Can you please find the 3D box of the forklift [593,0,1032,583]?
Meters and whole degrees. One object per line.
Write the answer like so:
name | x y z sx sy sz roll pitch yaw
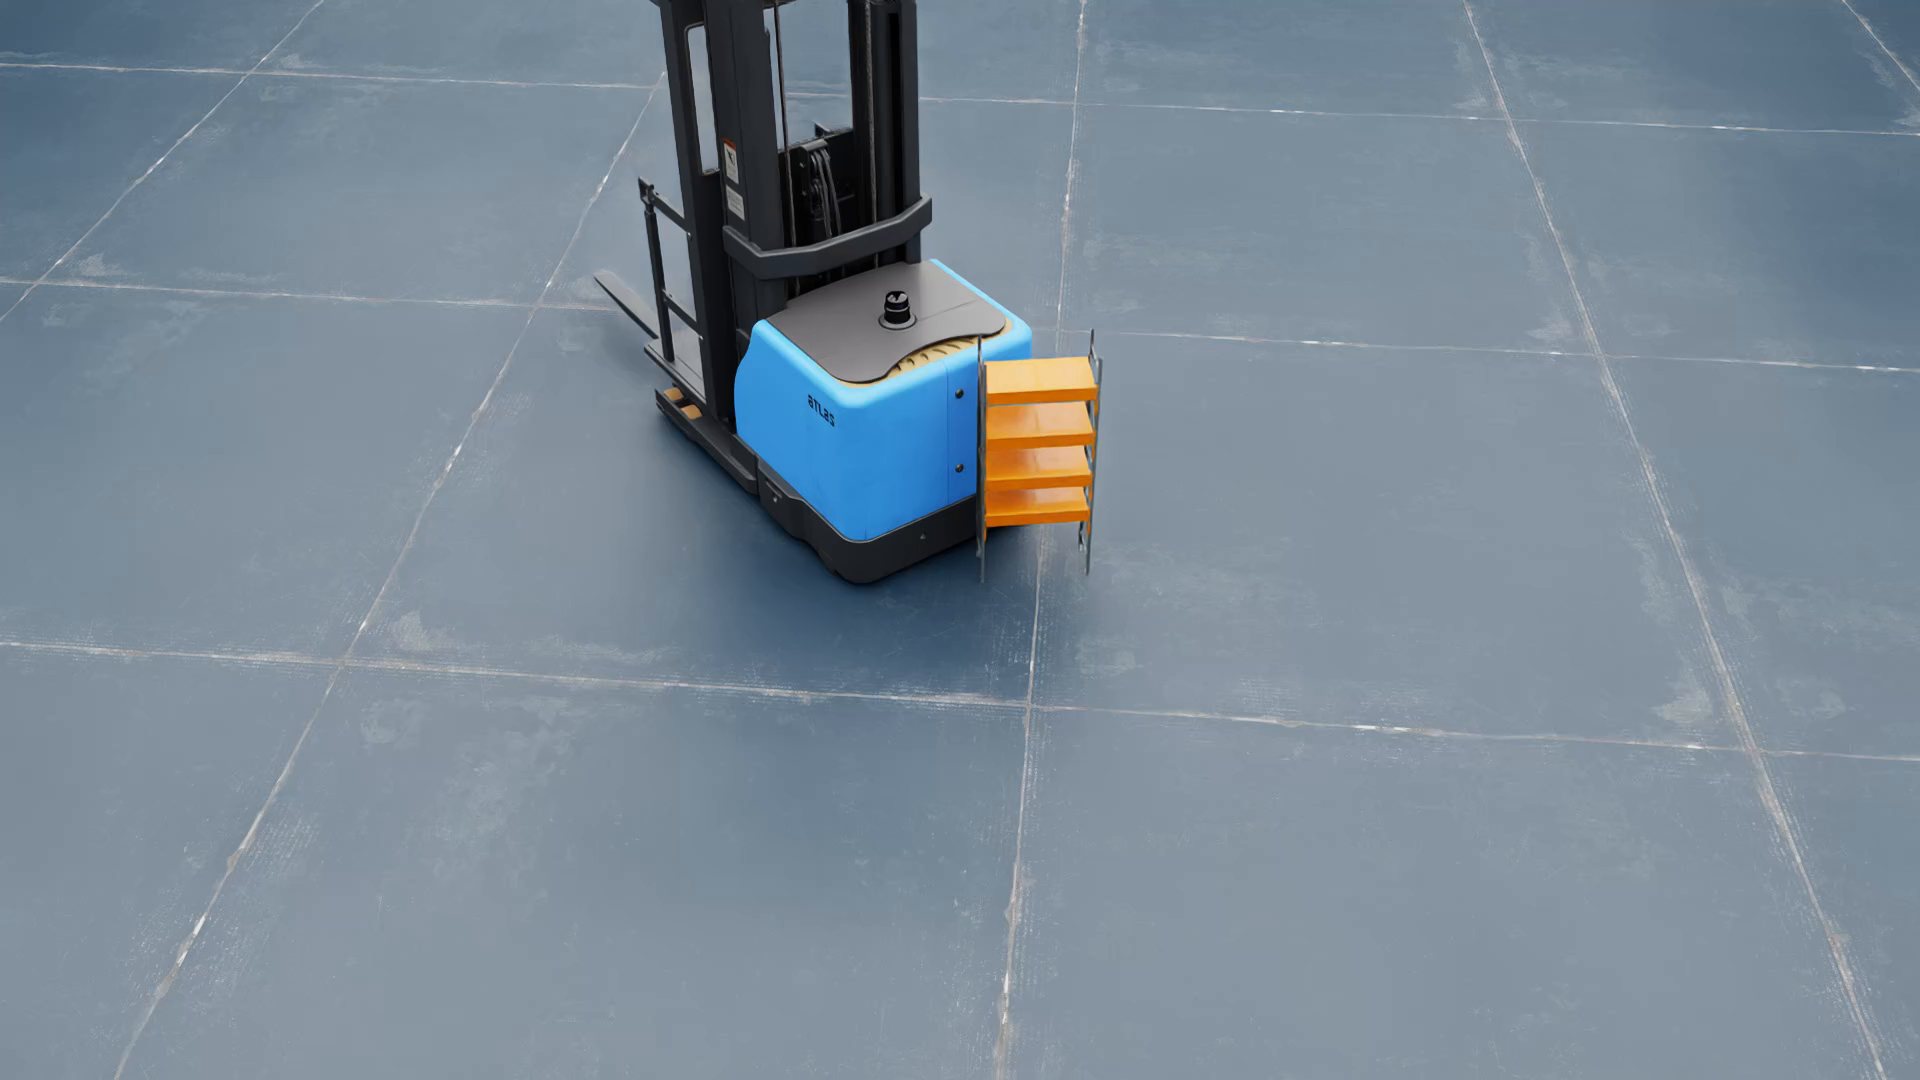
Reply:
forklift | -0.927 -1.827 7.843 1.130 2.935 3.031 -24 45 -27

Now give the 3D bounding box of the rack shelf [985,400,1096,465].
rack shelf | 0.337 -0.475 7.306 0.480 0.148 0.258 -3 39 -4

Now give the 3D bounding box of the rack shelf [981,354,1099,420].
rack shelf | 0.337 -0.659 7.157 0.480 0.148 0.258 -3 39 -4

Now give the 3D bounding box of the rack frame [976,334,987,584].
rack frame | 0.094 -0.339 7.387 0.015 1.200 0.240 -3 39 -4

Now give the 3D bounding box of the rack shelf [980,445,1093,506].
rack shelf | 0.337 -0.302 7.447 0.480 0.148 0.258 -3 39 -4

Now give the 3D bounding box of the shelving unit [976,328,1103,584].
shelving unit | 0.337 -0.354 7.405 0.503 1.200 0.258 -3 39 -4

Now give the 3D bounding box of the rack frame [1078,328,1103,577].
rack frame | 0.579 -0.369 7.423 0.015 1.200 0.240 -3 39 -4

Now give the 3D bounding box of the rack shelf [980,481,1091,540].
rack shelf | 0.337 -0.148 7.573 0.480 0.148 0.258 -3 39 -4
